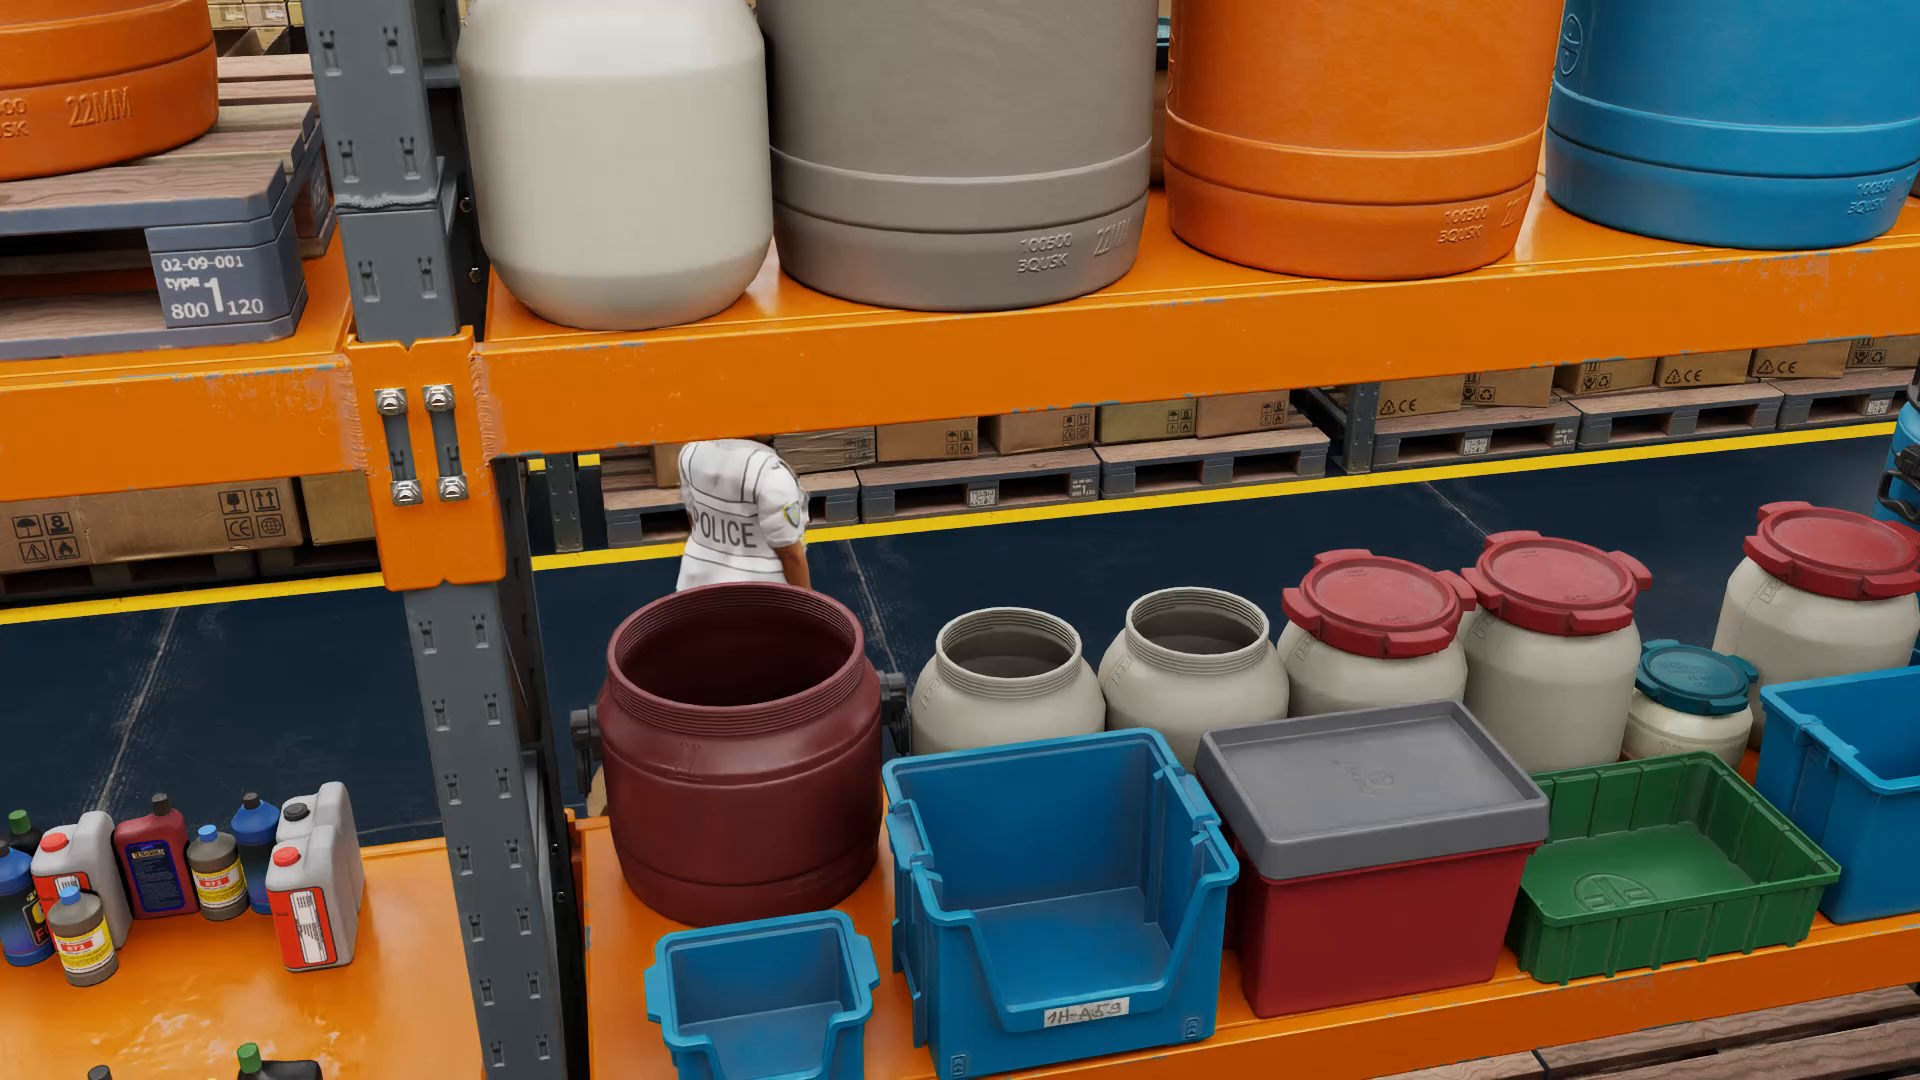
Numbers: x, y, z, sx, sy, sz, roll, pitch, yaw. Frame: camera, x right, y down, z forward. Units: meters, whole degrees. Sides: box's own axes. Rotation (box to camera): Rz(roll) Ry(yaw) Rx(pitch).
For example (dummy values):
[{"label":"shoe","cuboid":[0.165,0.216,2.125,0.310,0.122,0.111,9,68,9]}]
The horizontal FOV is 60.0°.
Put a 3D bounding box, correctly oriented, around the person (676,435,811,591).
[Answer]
[{"label":"person","cuboid":[-0.704,0.200,5.681,0.562,1.646,0.628,13,29,23]}]
